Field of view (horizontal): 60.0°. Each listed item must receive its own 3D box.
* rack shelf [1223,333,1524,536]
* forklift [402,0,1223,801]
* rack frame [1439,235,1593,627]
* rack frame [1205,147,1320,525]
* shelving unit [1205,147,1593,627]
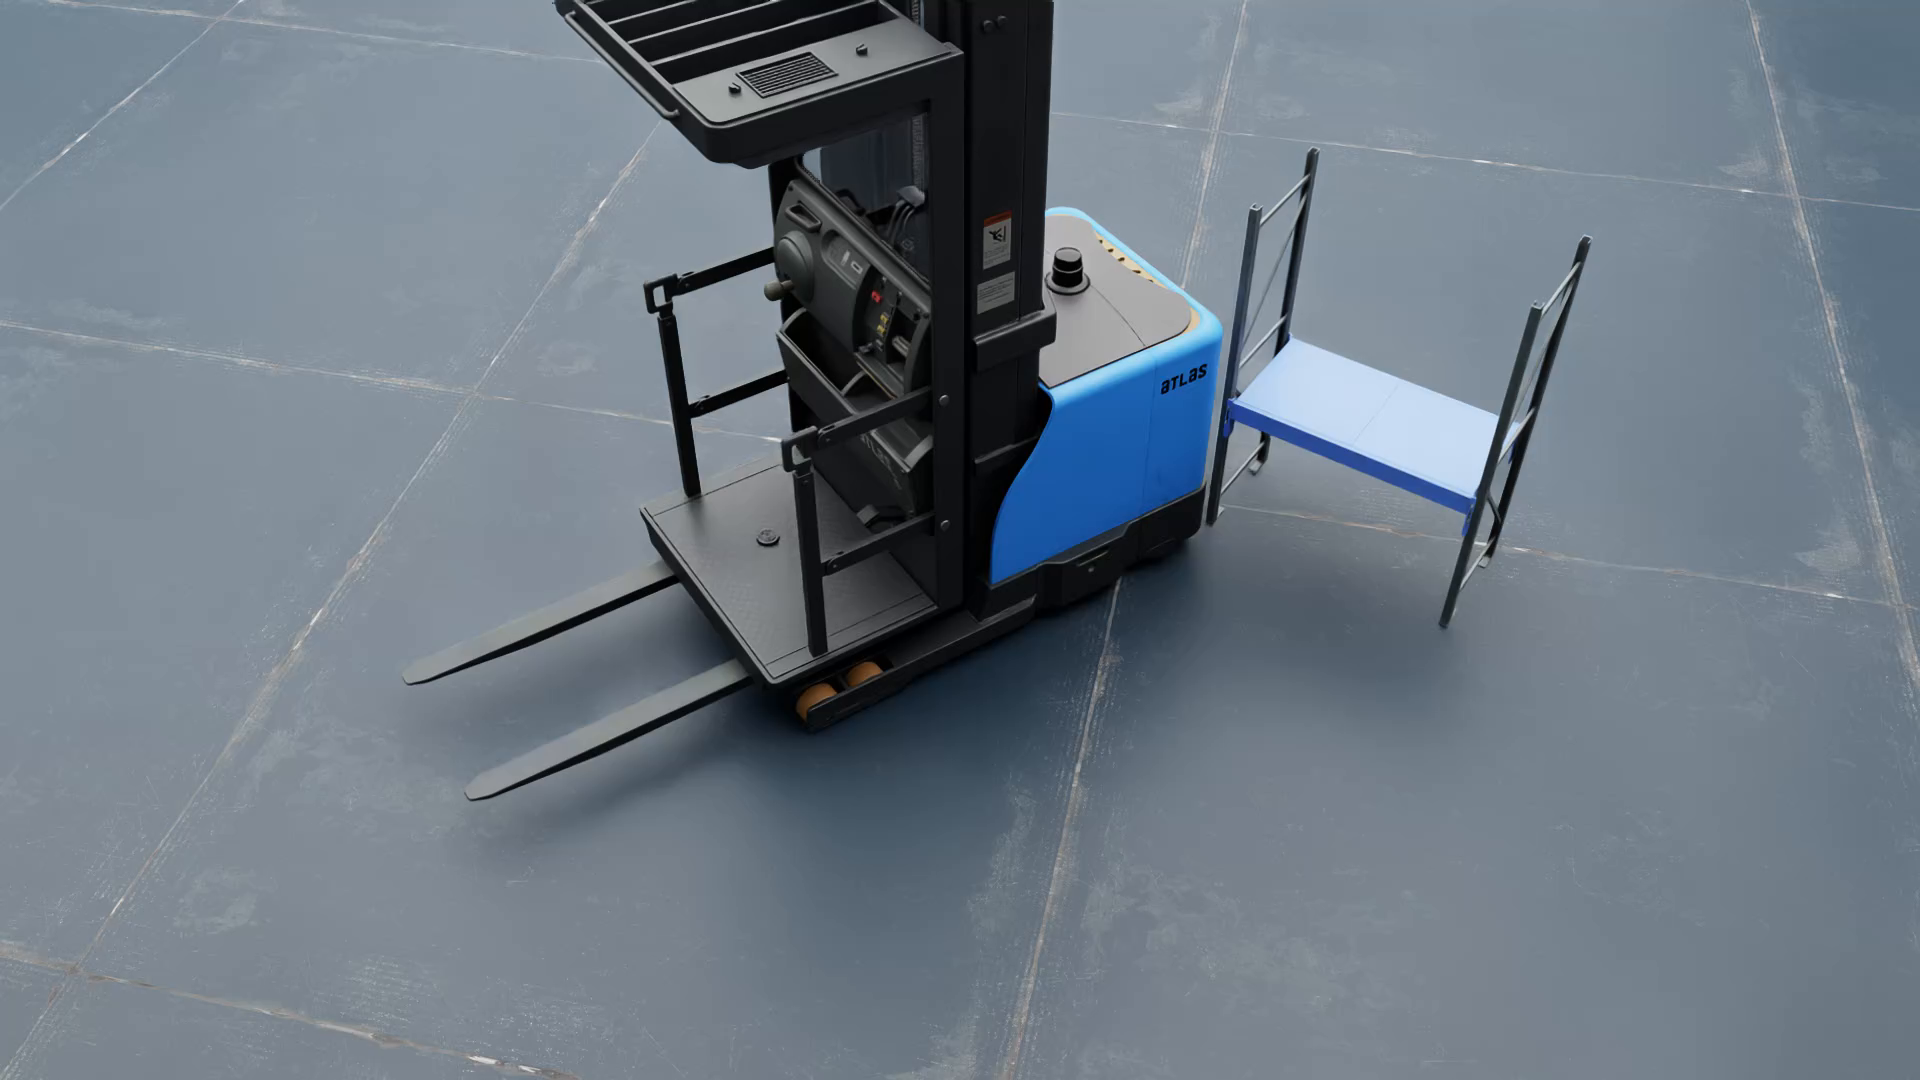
[{"bbox_3d":[1.581,-0.422,6.367,1.000,0.185,0.538,25,49,24],"label":"rack shelf"},{"bbox_3d":[-0.542,-0.793,5.460,3.031,2.935,1.130,-24,49,-23],"label":"forklift"},{"bbox_3d":[2.000,-0.352,6.035,0.032,1.500,0.500,25,49,24],"label":"rack frame"},{"bbox_3d":[1.162,-0.751,6.449,0.032,1.500,0.500,25,49,24],"label":"rack frame"},{"bbox_3d":[1.581,-0.552,6.242,1.048,1.500,0.538,25,49,24],"label":"shelving unit"}]
